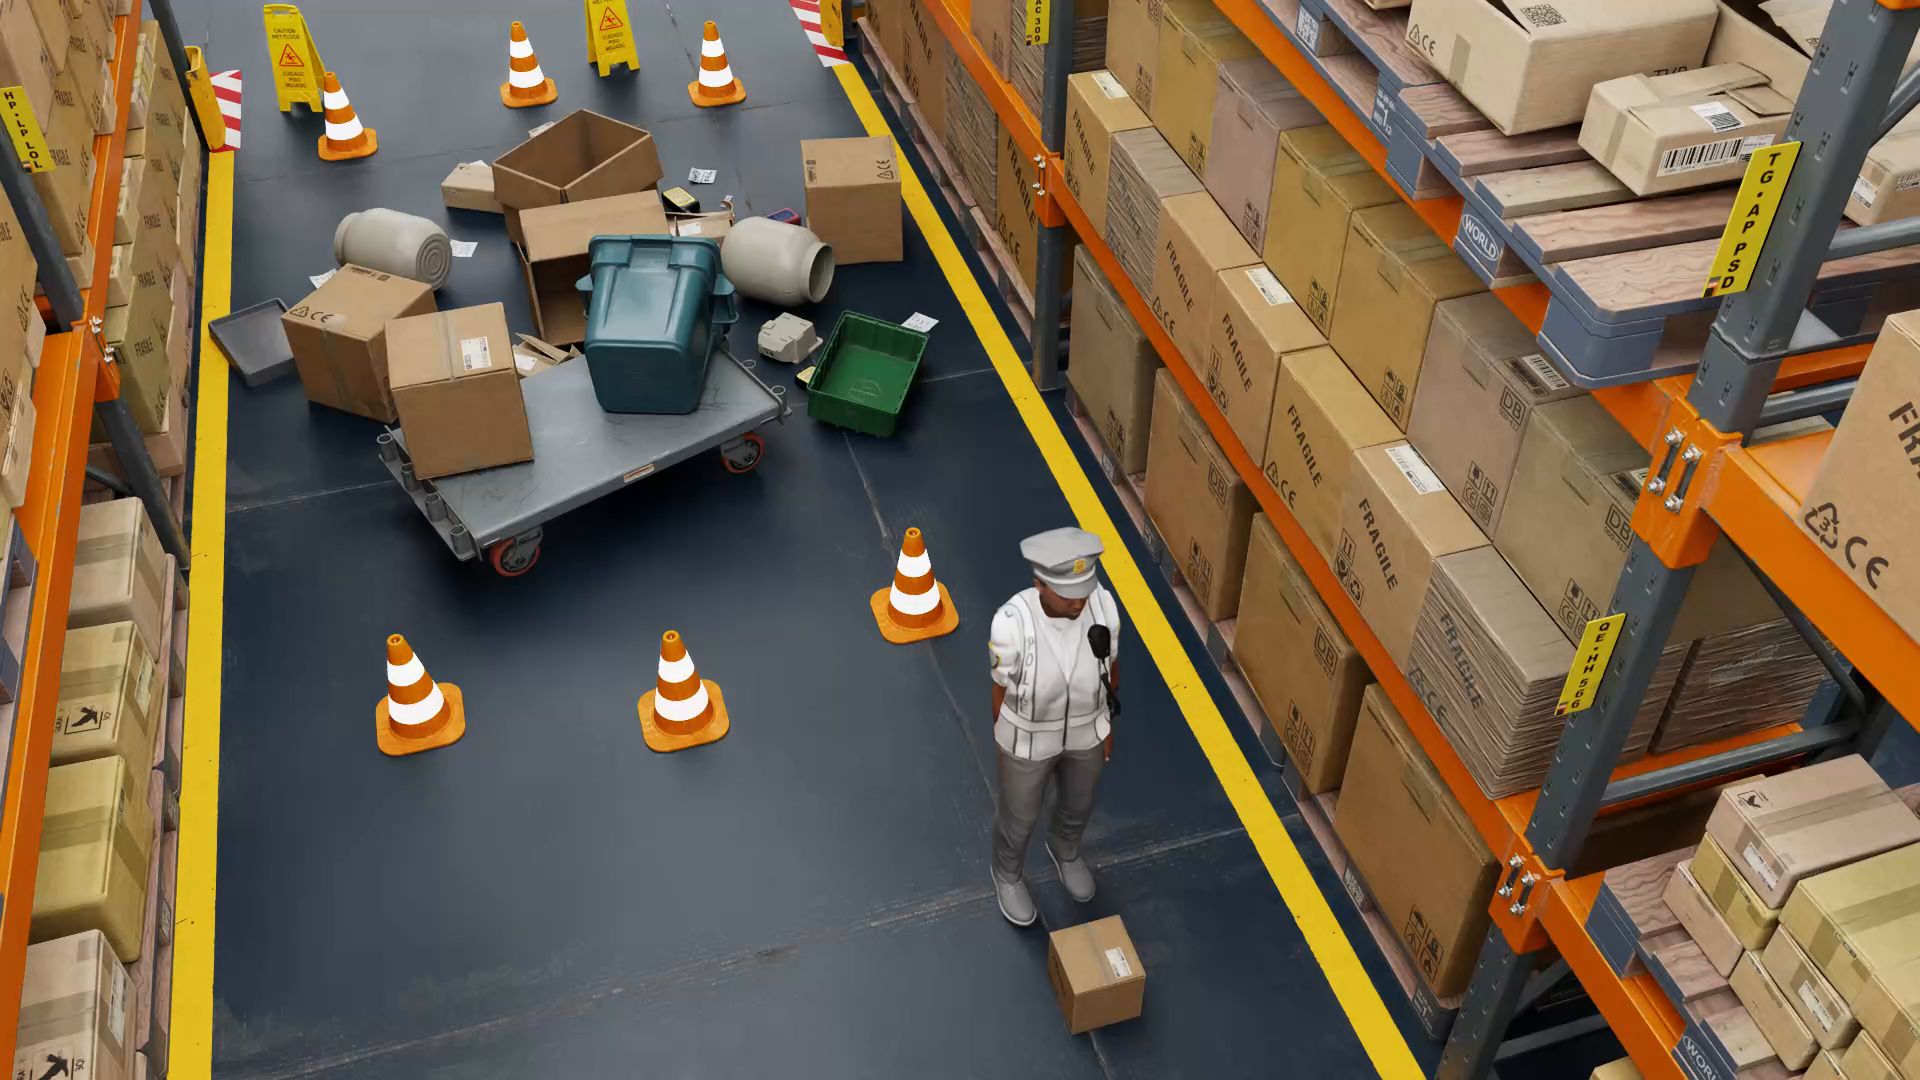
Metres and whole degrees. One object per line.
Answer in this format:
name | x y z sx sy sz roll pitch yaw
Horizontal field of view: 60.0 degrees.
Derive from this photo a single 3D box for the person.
person | 0.313 0.633 5.469 0.435 1.695 0.348 -11 44 -12
